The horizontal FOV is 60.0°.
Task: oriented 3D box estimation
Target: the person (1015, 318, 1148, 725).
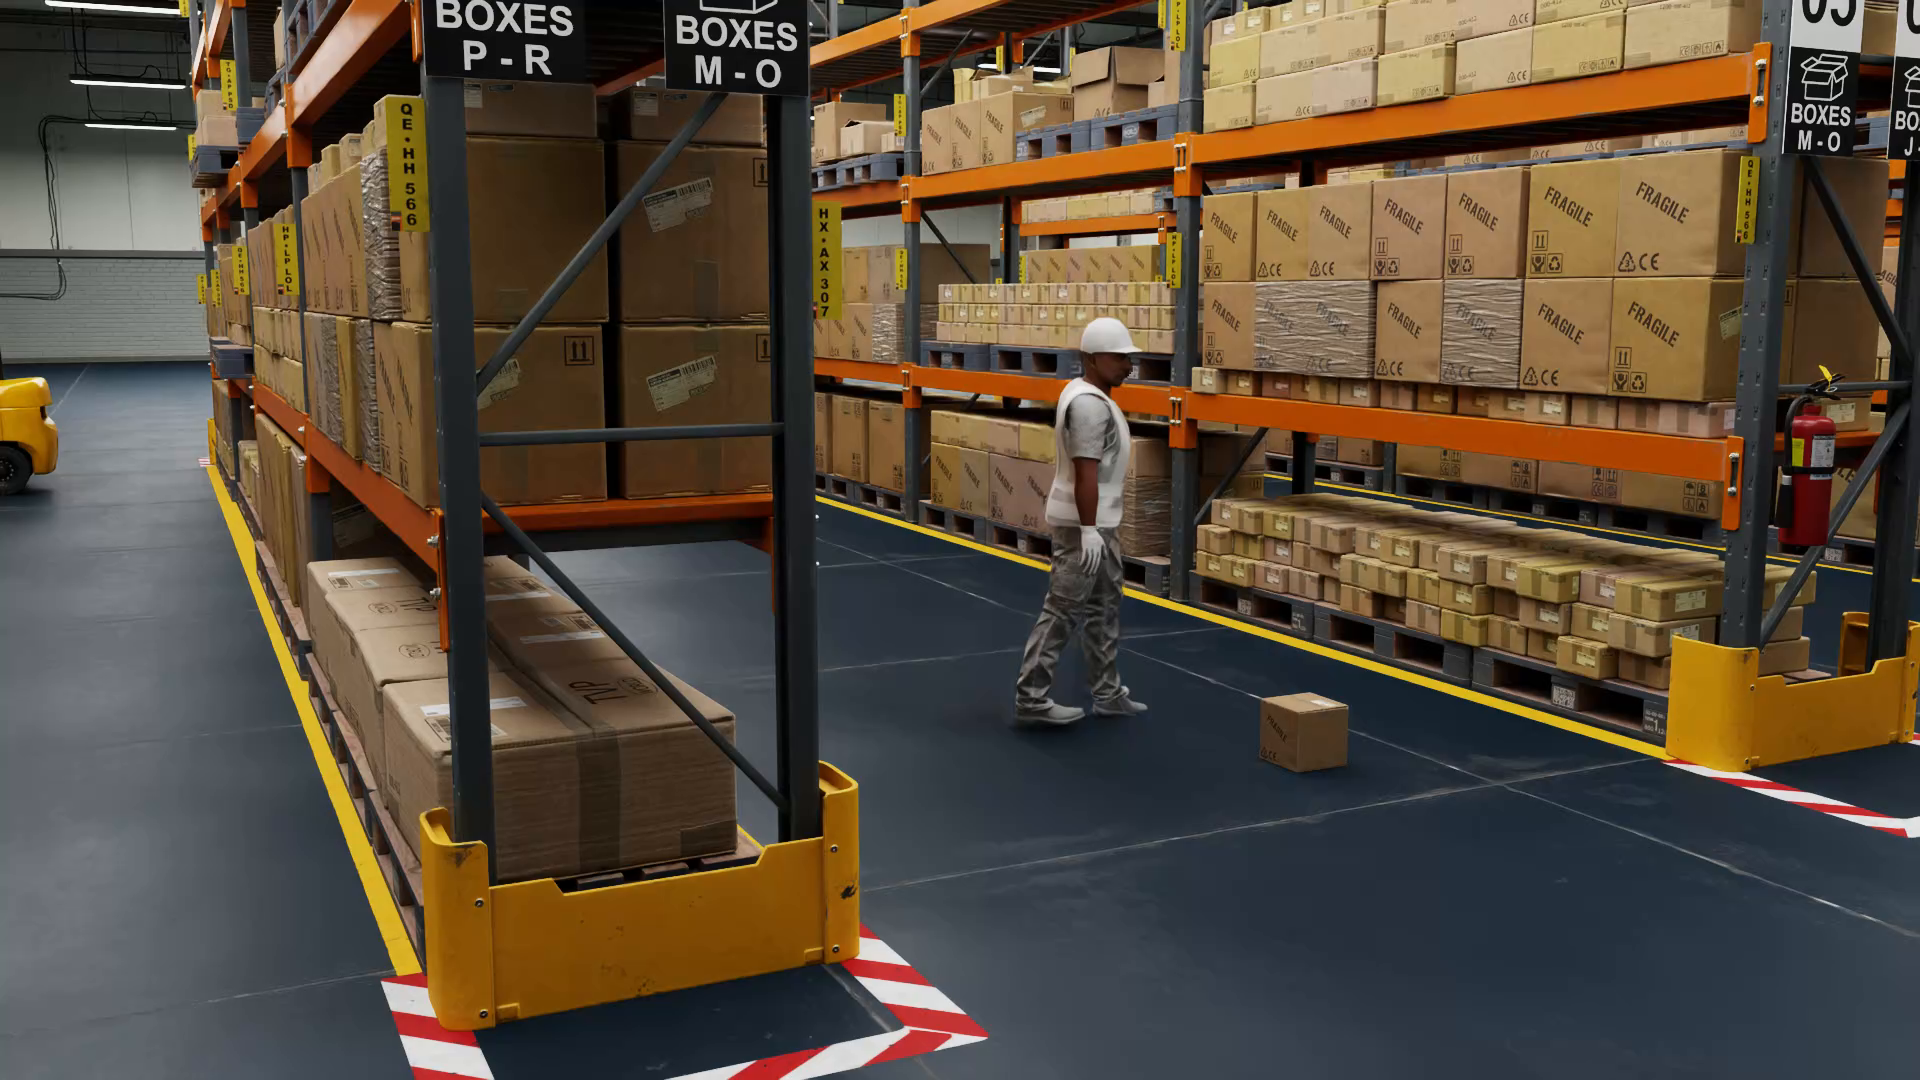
[{"bbox_3d":[0.543,-0.055,7.205,0.596,1.803,0.646,1,8,4],"label":"person"}]
